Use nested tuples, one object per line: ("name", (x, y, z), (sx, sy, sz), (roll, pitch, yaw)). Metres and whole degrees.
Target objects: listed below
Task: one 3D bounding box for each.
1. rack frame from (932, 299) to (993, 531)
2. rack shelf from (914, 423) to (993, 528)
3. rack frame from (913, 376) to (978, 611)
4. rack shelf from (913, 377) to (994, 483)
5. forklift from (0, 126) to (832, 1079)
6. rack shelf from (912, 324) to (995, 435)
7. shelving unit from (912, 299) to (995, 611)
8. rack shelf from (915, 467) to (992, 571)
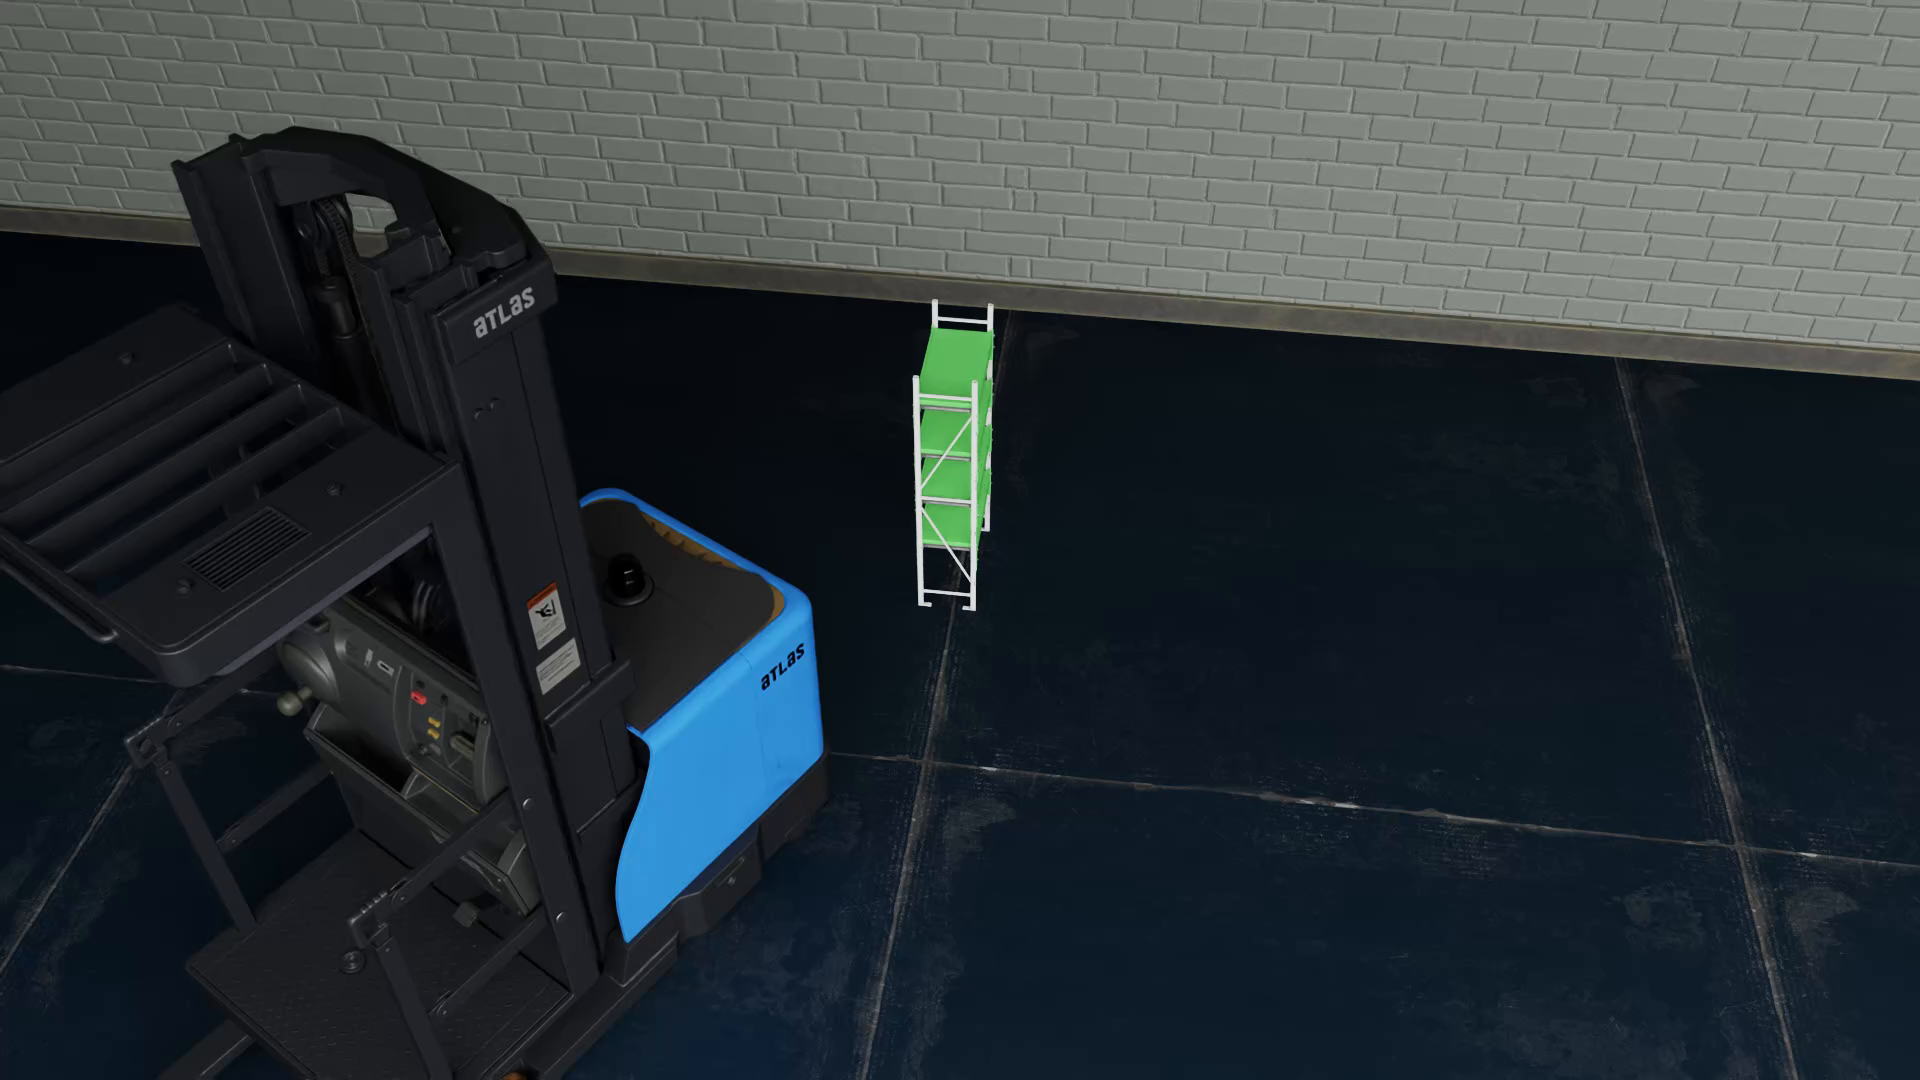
("rack frame", (0.010, -0.489, 6.894), (0.240, 1.200, 0.015), (5, 44, 6))
("rack shelf", (-0.022, -0.276, 6.762), (0.258, 0.148, 0.480), (5, 44, 6))
("rack frame", (-0.054, -0.157, 6.543), (0.240, 1.200, 0.015), (5, 44, 6))
("rack shelf", (-0.022, -0.451, 6.597), (0.258, 0.148, 0.480), (5, 44, 6))
("forklift", (-1.764, 0.512, 4.578), (1.130, 2.935, 3.031), (27, 50, 26))
("rack shelf", (-0.022, -0.625, 6.432), (0.258, 0.148, 0.480), (5, 44, 6))
("shelving unit", (-0.022, -0.323, 6.718), (0.258, 1.200, 0.503), (5, 44, 6))
("rack shelf", (-0.022, -0.102, 6.927), (0.258, 0.148, 0.480), (5, 44, 6))
